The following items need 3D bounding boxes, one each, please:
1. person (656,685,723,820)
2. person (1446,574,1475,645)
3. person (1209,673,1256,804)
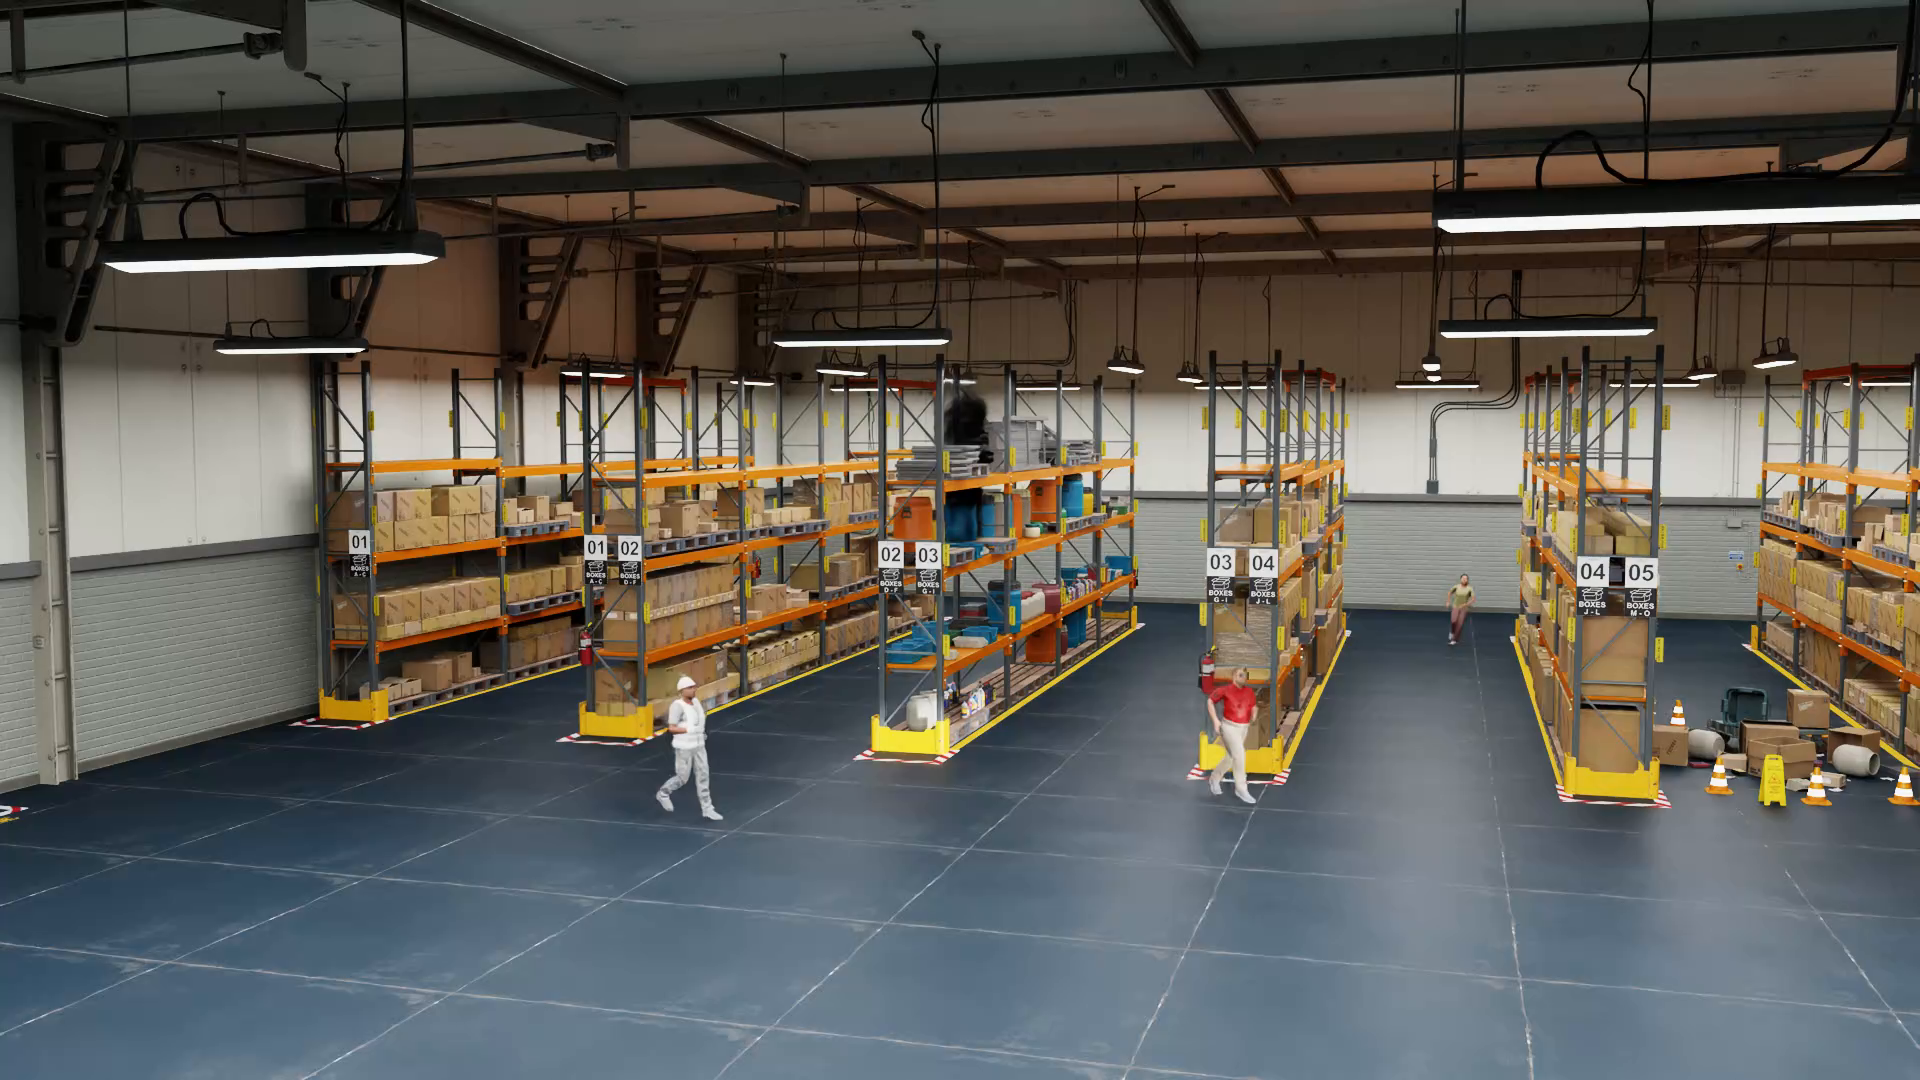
[{"bbox_3d":[-3.392,2.613,20.820,0.982,1.739,0.681,2,5,31],"label":"person"},{"bbox_3d":[11.154,1.553,37.060,0.629,1.596,0.555,1,4,20],"label":"person"},{"bbox_3d":[3.650,2.577,22.011,0.412,1.648,0.932,-3,5,-36],"label":"person"}]
